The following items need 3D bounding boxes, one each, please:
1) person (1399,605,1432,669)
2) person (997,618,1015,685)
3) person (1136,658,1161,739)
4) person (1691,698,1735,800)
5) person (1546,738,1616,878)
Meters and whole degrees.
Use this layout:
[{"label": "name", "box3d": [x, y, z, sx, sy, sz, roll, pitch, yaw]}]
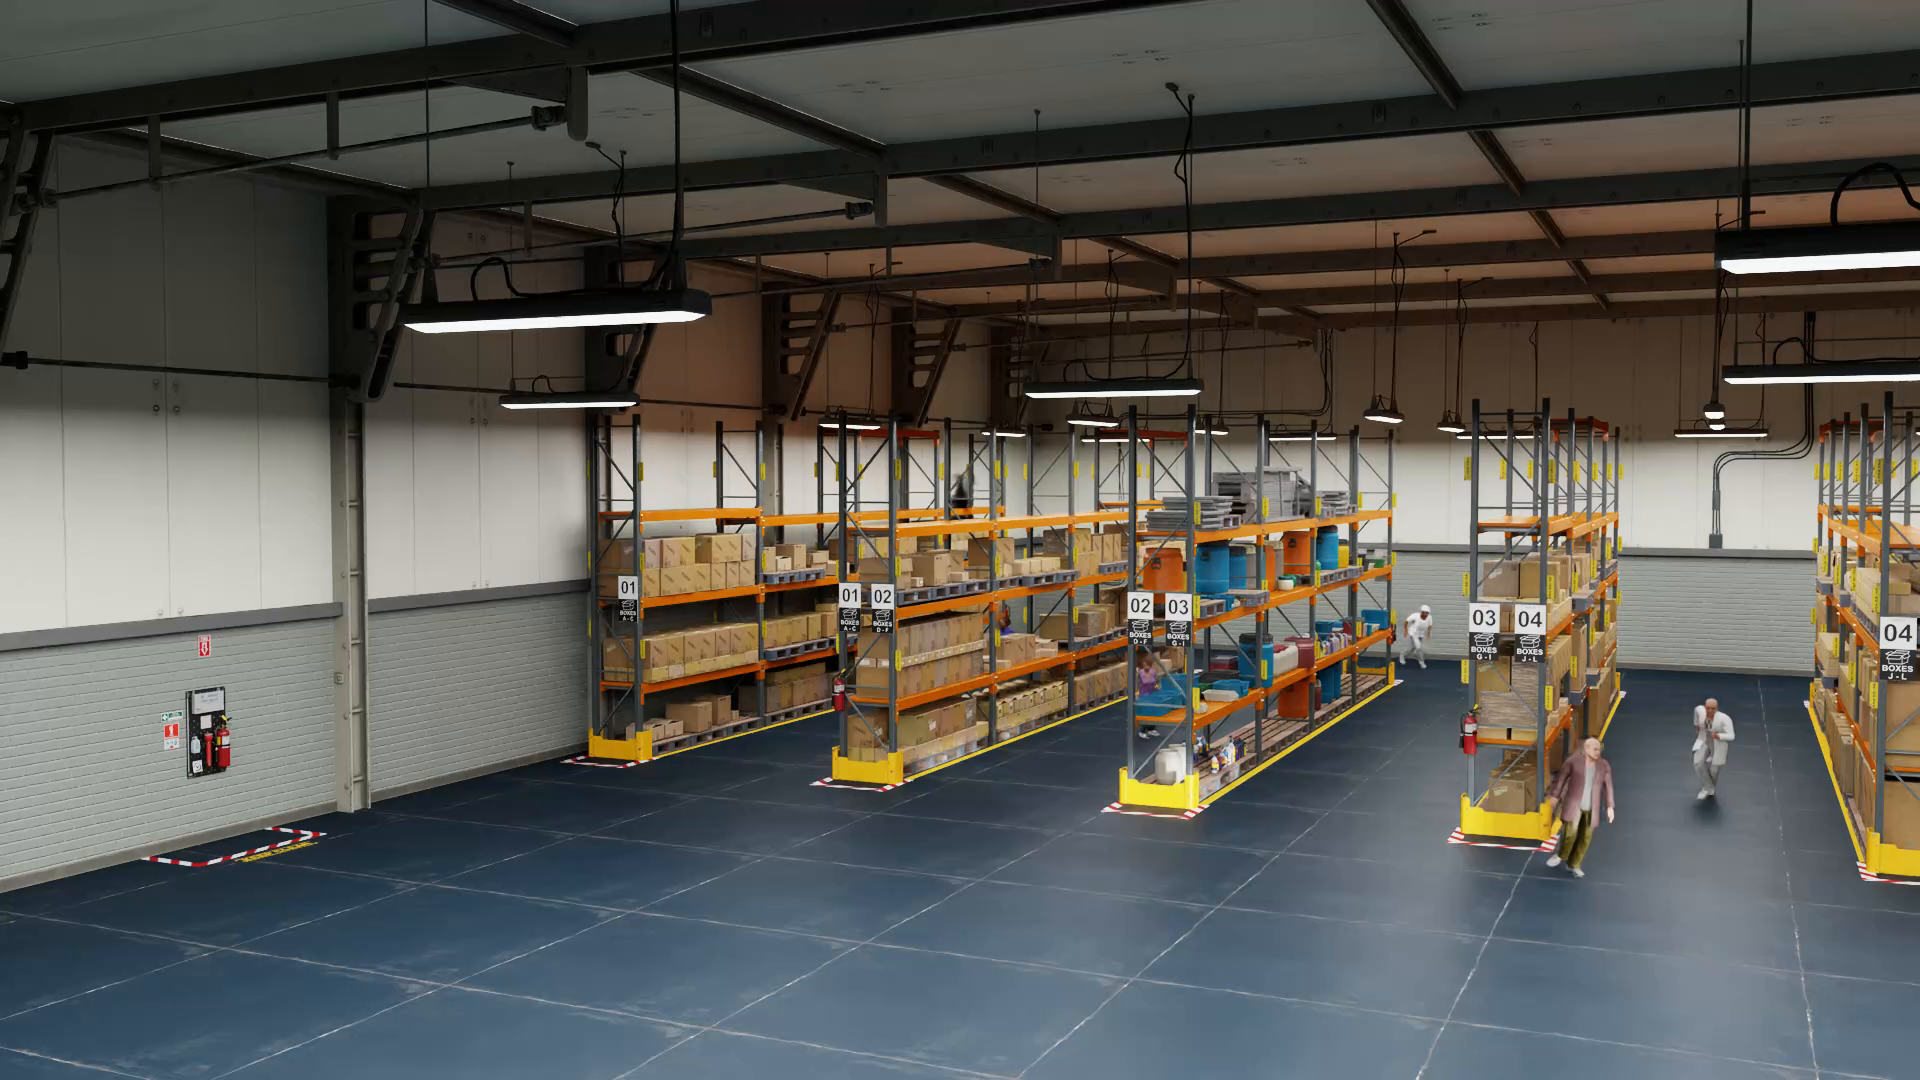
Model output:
[{"label": "person", "box3d": [11.605, 2.438, 42.418, 0.718, 1.604, 1.114, -1, 2, -20]}, {"label": "person", "box3d": [1.058, 2.627, 39.076, 0.617, 1.600, 0.763, -1, 2, -15]}, {"label": "person", "box3d": [3.545, 2.984, 31.233, 0.572, 1.555, 0.769, -1, 2, -17]}, {"label": "person", "box3d": [11.449, 3.146, 25.274, 0.671, 1.561, 1.207, 2, 3, 34]}, {"label": "person", "box3d": [7.671, 3.297, 20.577, 0.738, 1.763, 0.565, 0, 2, 2]}]
